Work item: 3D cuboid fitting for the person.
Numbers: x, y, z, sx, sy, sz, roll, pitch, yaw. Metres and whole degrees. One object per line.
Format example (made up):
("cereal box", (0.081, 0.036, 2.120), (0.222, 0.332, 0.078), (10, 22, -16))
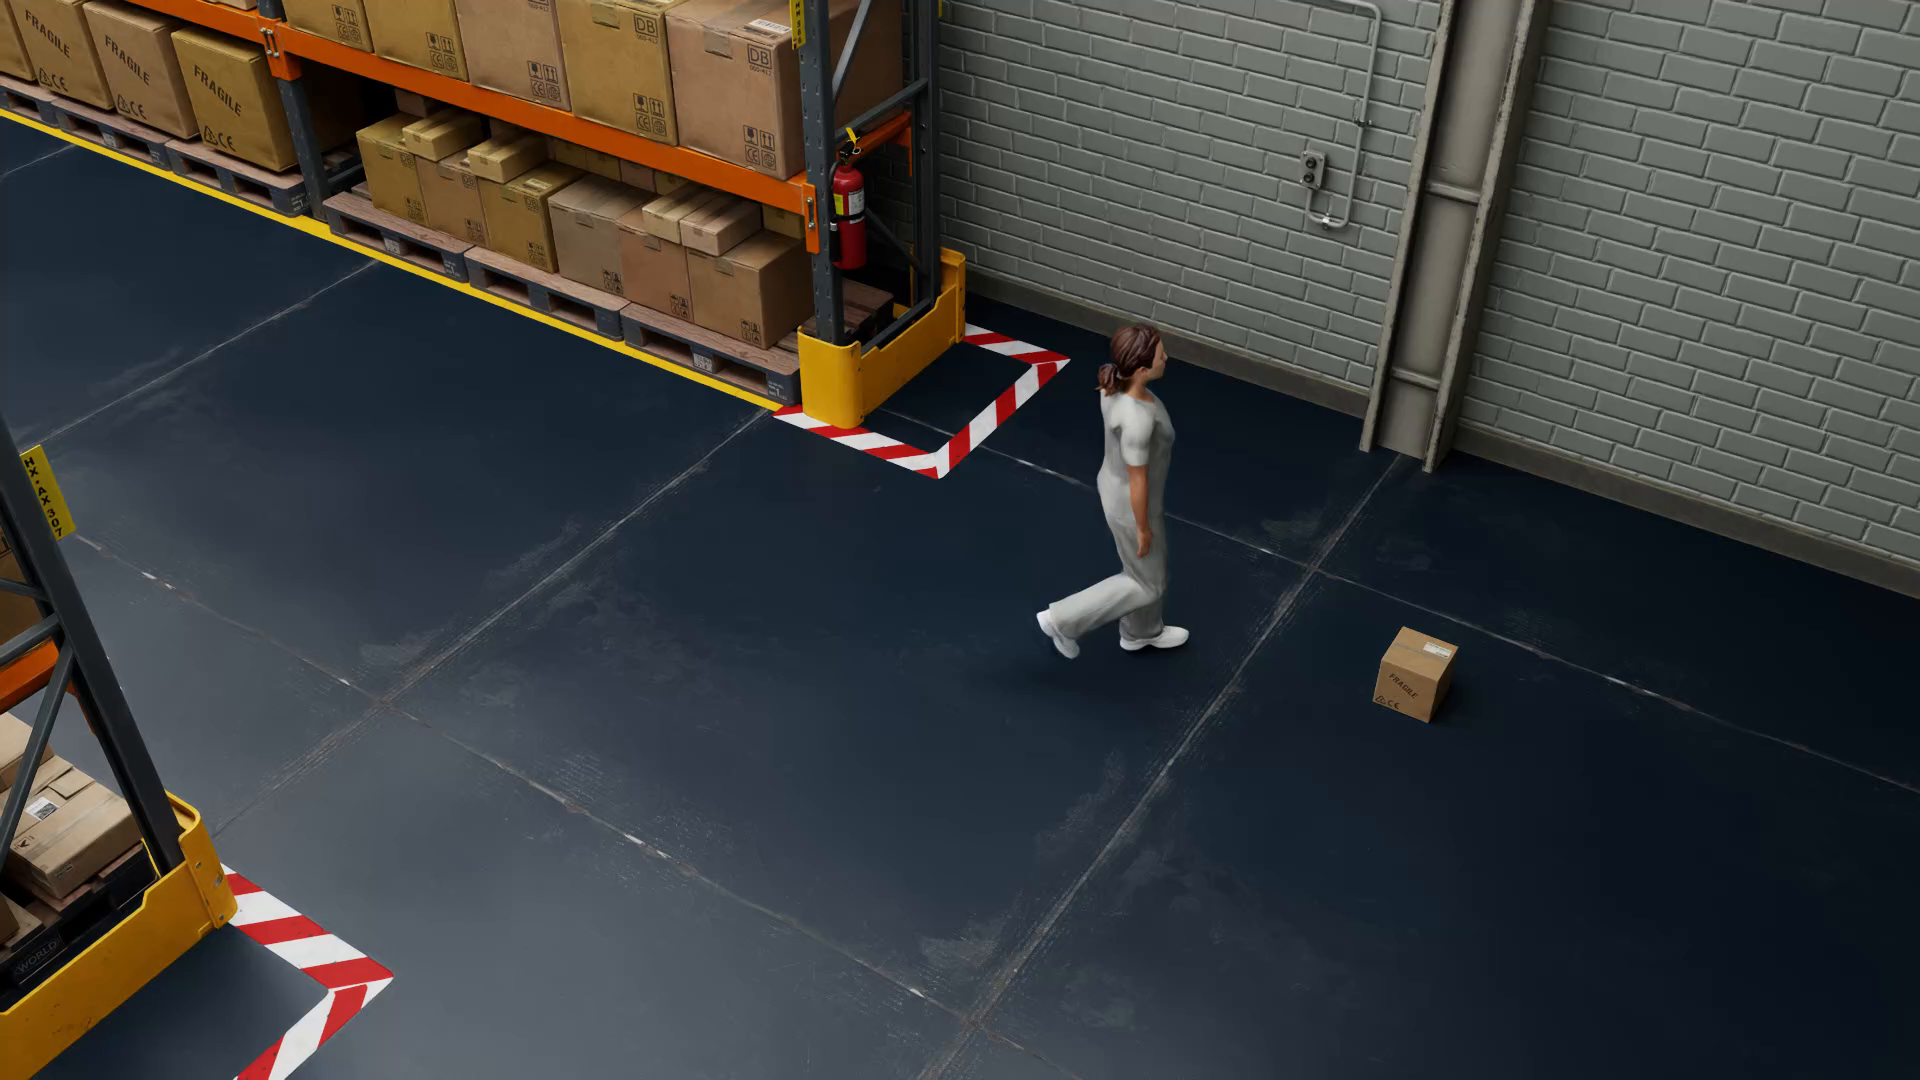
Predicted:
("person", (0.668, -0.157, 6.857), (0.708, 1.654, 0.456), (-5, 39, -6))
